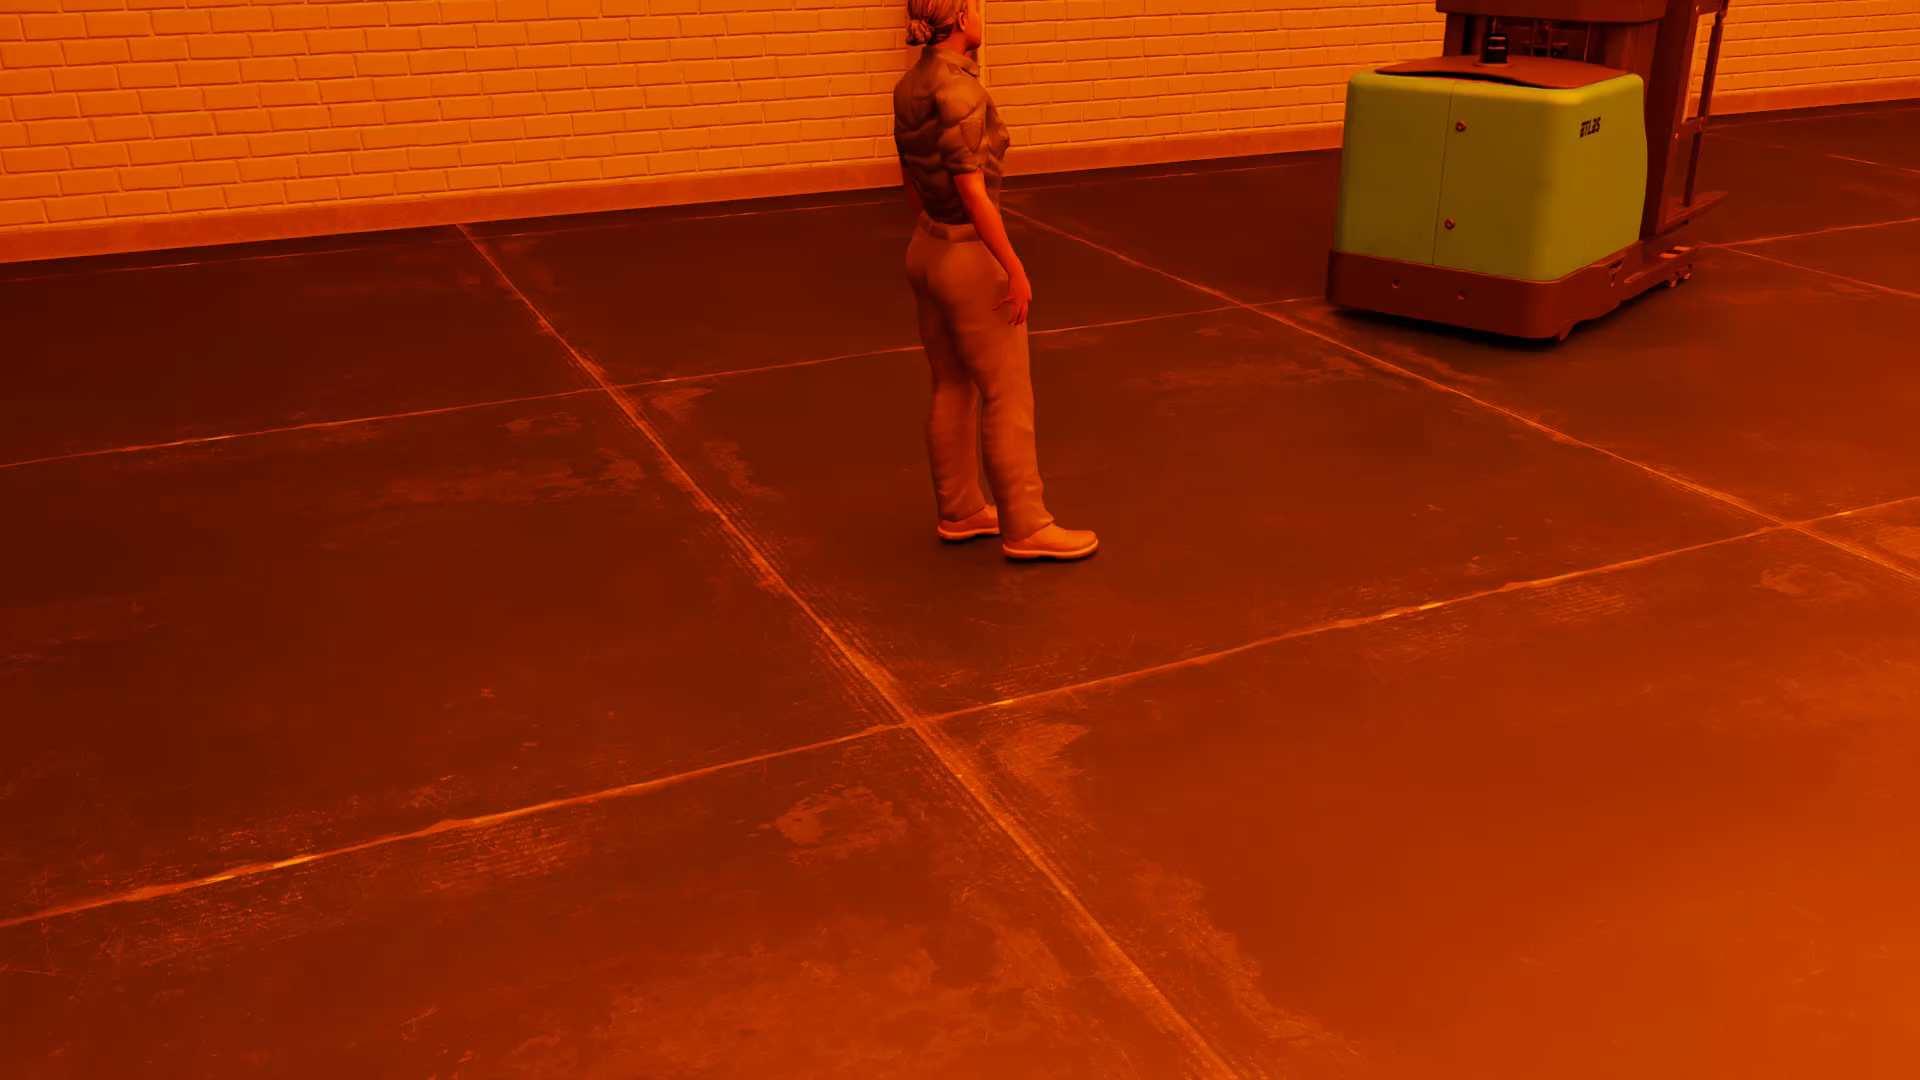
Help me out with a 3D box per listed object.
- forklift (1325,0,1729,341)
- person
[{"bbox_3d":[2.984,-2.685,7.749,1.130,2.935,3.031,18,28,36],"label":"forklift"},{"bbox_3d":[0.088,-0.778,4.804,0.503,1.656,0.569,-10,25,-23],"label":"person"}]
